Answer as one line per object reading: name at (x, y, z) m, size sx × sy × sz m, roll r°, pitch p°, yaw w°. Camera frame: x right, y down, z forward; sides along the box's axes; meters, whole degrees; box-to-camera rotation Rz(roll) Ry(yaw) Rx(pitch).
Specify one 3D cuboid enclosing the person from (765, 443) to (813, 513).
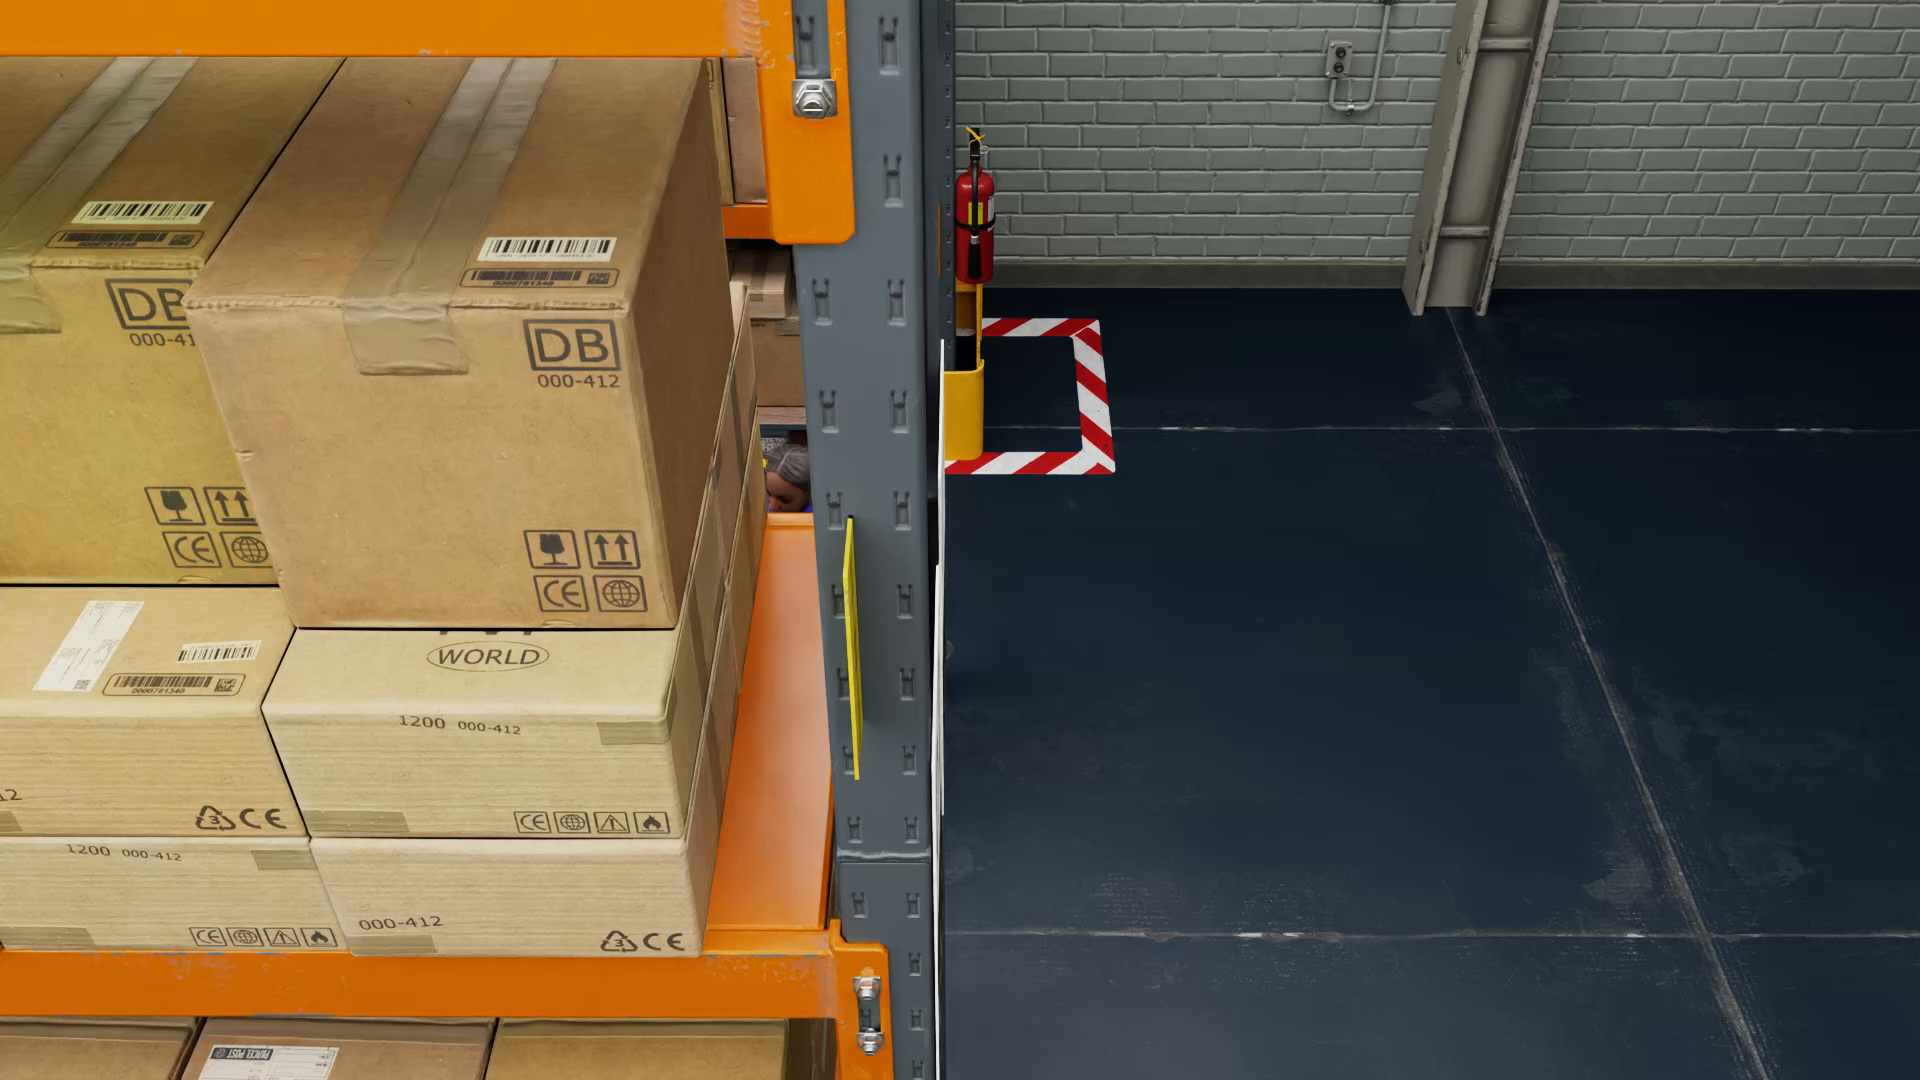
person at (-0.626, 0.404, 5.662) m, size 0.437 × 1.649 × 0.630 m, roll 24°, pitch 46°, yaw 26°
